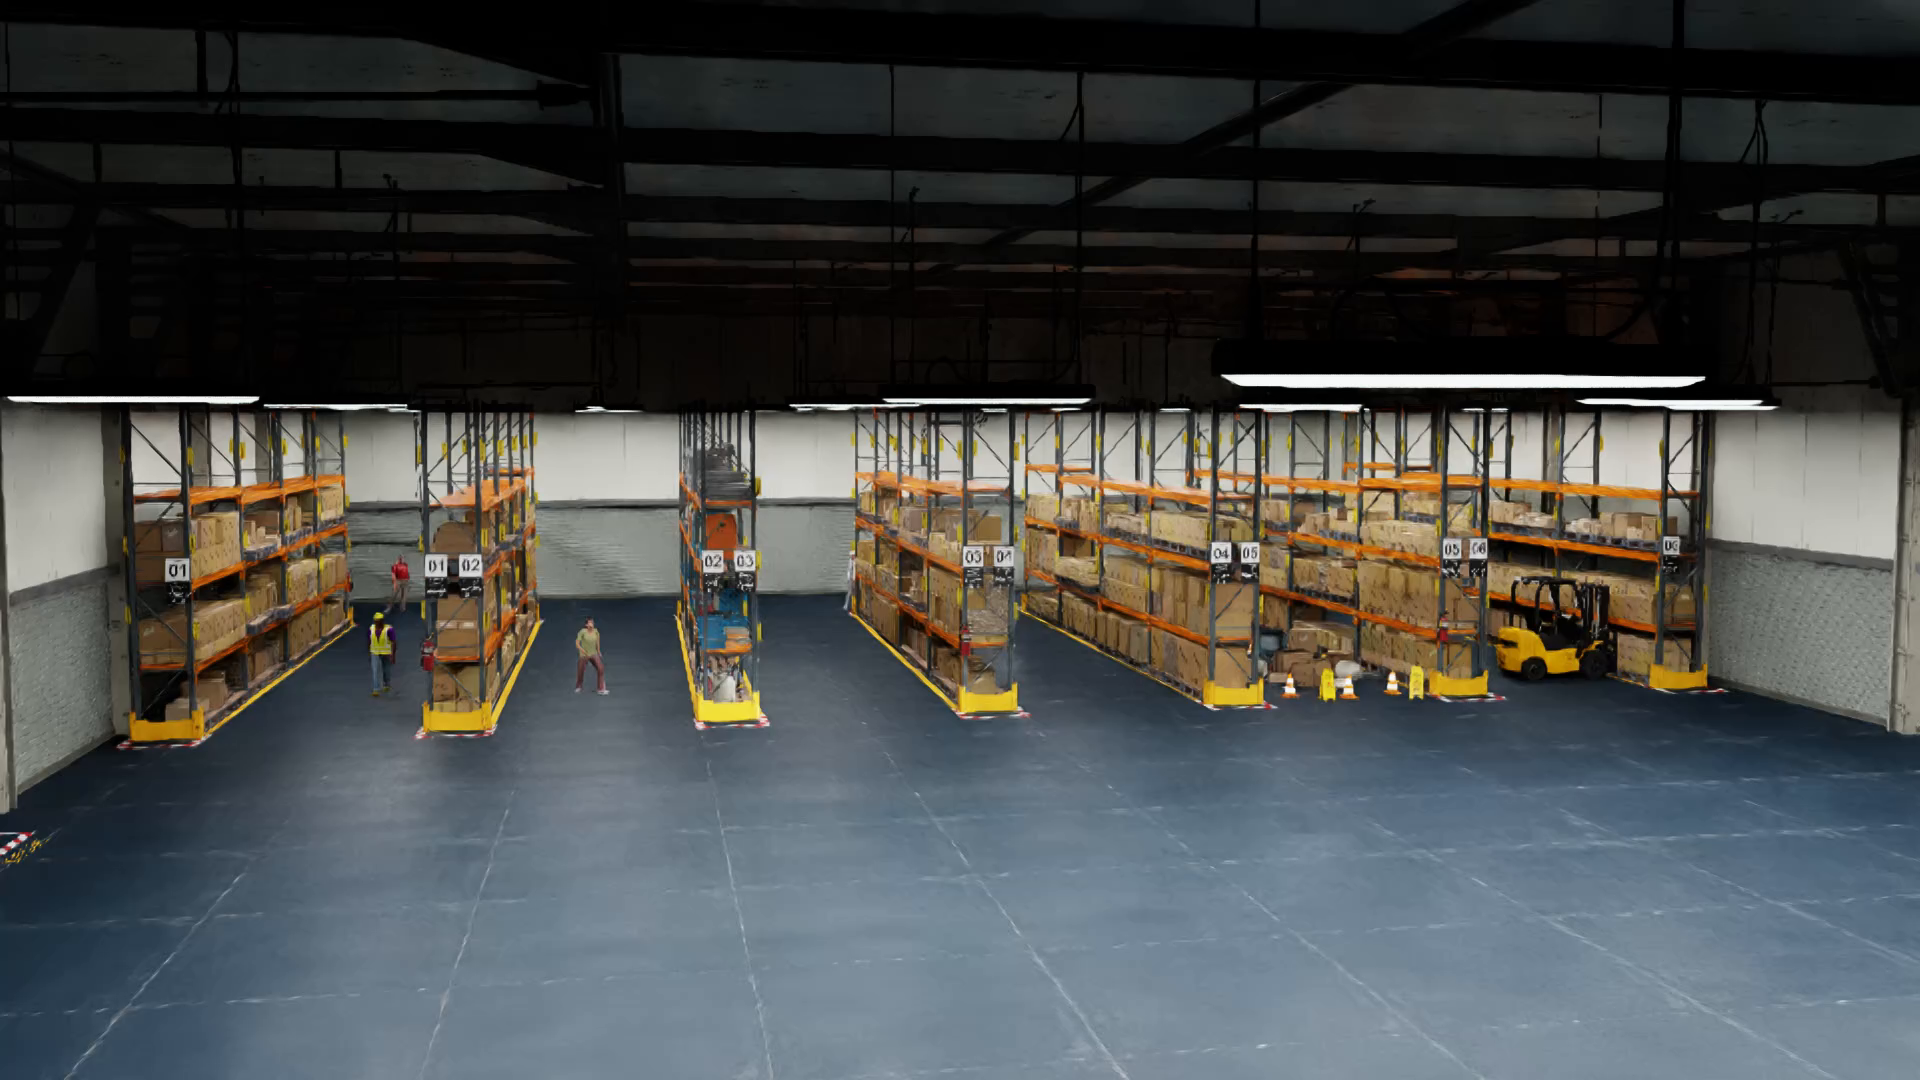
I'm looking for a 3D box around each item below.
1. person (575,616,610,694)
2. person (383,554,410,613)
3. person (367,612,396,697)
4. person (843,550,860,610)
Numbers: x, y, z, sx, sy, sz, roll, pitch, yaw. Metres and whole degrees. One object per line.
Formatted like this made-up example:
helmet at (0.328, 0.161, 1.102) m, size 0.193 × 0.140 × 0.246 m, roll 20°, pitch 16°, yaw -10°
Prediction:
person at (-7.585, 2.368, 34.021) m, size 0.621 × 1.554 × 0.817 m, roll -2°, pitch 5°, yaw -28°
person at (-16.248, 1.254, 47.926) m, size 0.539 × 1.720 × 0.740 m, roll 3°, pitch 5°, yaw 36°
person at (-11.803, 2.307, 33.940) m, size 0.589 × 1.716 × 1.043 m, roll -1°, pitch 4°, yaw -12°
person at (-3.170, 1.159, 48.841) m, size 0.442 × 1.766 × 0.690 m, roll 2°, pitch 5°, yaw 20°
